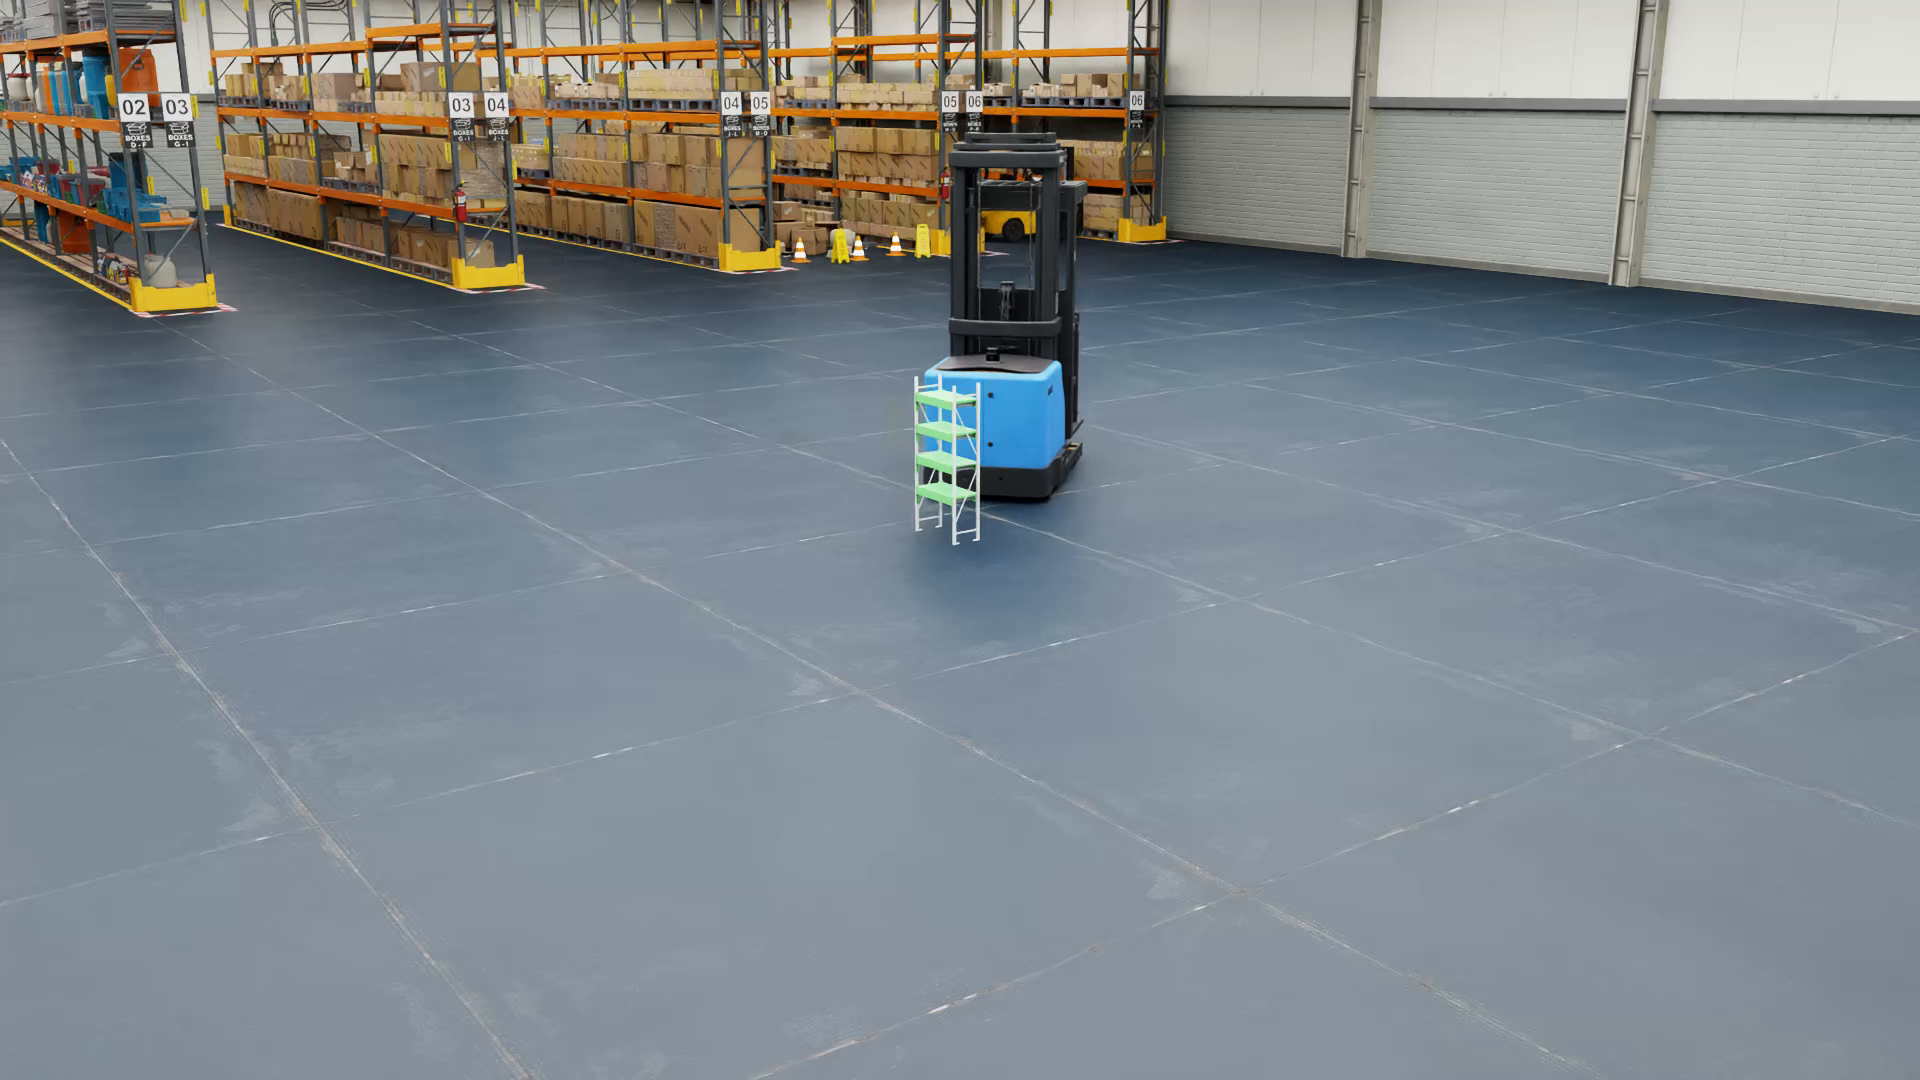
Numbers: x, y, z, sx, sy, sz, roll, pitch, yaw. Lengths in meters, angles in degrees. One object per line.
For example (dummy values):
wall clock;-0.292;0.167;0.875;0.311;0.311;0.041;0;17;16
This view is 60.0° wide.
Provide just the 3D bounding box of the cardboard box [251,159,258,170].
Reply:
cardboard box;-15.845;-8.580;37.962;0.500;0.250;0.500;-10;18;-33

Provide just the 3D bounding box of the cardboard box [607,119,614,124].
cardboard box;-9.418;-11.462;45.459;0.380;0.149;0.250;-10;18;-33

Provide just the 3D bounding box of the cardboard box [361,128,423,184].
cardboard box;-10.717;-7.320;31.706;1.000;1.000;1.000;-11;19;-34

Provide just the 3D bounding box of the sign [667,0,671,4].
sign;-5.829;-10.886;33.235;0.100;0.325;0.005;-11;19;-35

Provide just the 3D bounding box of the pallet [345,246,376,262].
pallet;-11.544;-5.718;33.069;1.003;0.211;1.213;-11;19;-35

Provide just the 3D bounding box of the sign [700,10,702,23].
sign;-6.619;-13.352;42.395;0.100;0.325;0.005;-11;19;-35

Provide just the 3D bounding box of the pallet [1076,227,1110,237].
pallet;2.820;-7.164;38.351;1.003;0.211;1.213;-11;19;-35

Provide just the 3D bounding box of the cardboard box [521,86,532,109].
cardboard box;-9.490;-9.921;37.271;0.500;0.500;0.500;-11;19;-35

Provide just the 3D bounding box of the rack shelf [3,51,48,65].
rack shelf;-20.250;-10.357;35.490;1.077;0.370;4.000;-11;19;-35

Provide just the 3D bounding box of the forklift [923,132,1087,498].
forklift;0.509;-2.104;14.711;1.130;2.935;3.031;3;16;12

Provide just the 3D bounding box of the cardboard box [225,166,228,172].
cardboard box;-17.477;-8.951;40.073;0.380;0.149;0.250;-11;19;-34

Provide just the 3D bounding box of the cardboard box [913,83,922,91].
cardboard box;-0.719;-9.170;33.681;0.380;0.149;0.250;-11;19;-35

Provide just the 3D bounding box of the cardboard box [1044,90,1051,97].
cardboard box;2.135;-10.215;38.026;0.380;0.149;0.250;-10;18;-33

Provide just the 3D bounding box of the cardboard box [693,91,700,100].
cardboard box;-4.709;-8.234;30.788;0.380;0.149;0.250;-11;19;-34

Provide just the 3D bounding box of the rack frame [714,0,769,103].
rack frame;-3.940;-9.424;29.963;1.000;3.000;0.127;-11;19;-35

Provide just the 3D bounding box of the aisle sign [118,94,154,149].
aisle sign;-12.216;-6.206;24.644;0.394;0.787;0.004;-11;19;-35

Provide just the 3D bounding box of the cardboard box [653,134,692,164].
cardboard box;-5.479;-7.658;32.544;0.875;0.550;0.550;-11;19;-35

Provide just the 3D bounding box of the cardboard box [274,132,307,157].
cardboard box;-14.685;-8.742;36.744;0.797;0.503;0.637;-11;19;-36

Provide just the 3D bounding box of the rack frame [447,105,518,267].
rack frame;-8.012;-5.782;28.021;1.000;3.000;0.127;-11;19;-35

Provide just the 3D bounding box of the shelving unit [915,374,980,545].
shelving unit;-0.097;-0.614;12.547;0.258;1.200;0.503;-11;19;-35

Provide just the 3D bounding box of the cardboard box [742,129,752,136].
cardboard box;-5.215;-9.629;39.992;0.500;0.500;0.500;-11;19;-36

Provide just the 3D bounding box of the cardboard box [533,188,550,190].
cardboard box;-9.740;-8.109;39.042;0.500;0.250;0.500;-12;19;-37

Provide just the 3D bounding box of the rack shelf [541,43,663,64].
rack shelf;-7.468;-10.166;34.792;1.077;0.370;4.000;-11;19;-35

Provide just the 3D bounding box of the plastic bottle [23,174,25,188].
plastic bottle;-18.985;-7.298;33.804;0.097;0.271;0.097;0;15;0

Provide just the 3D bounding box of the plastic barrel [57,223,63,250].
plastic barrel;-17.428;-5.933;32.488;0.421;0.512;0.421;0;15;0

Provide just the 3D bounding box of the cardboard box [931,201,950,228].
cardboard box;-0.261;-6.779;34.654;0.500;0.500;0.500;-12;19;-36

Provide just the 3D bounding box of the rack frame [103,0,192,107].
rack frame;-12.018;-7.907;24.420;1.000;3.000;0.127;-11;19;-35

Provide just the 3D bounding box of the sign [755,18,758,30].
sign;-5.829;-14.806;47.708;0.100;0.325;0.005;-11;19;-35

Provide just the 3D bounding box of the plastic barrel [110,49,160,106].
plastic barrel;-12.407;-6.954;25.011;0.600;0.830;0.708;-11;19;-35

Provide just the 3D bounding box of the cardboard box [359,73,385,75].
cardboard box;-11.644;-8.948;32.768;0.500;0.500;0.500;-10;18;-34

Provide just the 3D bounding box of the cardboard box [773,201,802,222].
cardboard box;-3.770;-7.052;35.959;0.500;0.500;0.500;-11;19;-35

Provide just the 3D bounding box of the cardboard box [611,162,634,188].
cardboard box;-6.815;-7.503;34.118;0.500;0.500;0.500;-11;19;-35

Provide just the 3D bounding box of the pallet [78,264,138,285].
pallet;-14.863;-4.684;29.292;1.003;0.211;1.213;-11;19;-35

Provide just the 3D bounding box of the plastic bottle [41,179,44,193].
plastic bottle;-17.608;-6.798;31.976;0.097;0.271;0.097;0;15;0

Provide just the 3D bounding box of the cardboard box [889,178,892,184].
cardboard box;-1.272;-7.576;35.048;0.380;0.149;0.250;-11;19;-35

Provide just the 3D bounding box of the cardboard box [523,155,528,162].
cardboard box;-9.618;-8.611;37.473;0.380;0.149;0.250;-10;18;-33

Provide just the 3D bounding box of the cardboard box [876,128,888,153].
cardboard box;-1.328;-8.400;34.938;0.700;0.500;0.500;-11;19;-35

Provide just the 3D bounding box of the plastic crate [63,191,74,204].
plastic crate;-15.622;-6.094;29.559;0.450;0.188;0.662;-11;19;-35

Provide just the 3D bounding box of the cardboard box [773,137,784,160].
cardboard box;-3.992;-9.069;38.479;0.500;0.500;0.500;-10;18;-34

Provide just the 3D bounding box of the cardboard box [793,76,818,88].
cardboard box;-3.409;-10.311;37.428;0.500;0.250;0.500;-10;18;-34

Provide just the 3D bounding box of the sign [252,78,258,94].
sign;-15.515;-9.993;36.592;0.100;0.325;0.005;-11;19;-35

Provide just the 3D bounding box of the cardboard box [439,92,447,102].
cardboard box;-8.427;-7.360;27.632;0.380;0.149;0.250;-11;19;-35

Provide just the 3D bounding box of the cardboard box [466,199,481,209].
cardboard box;-8.346;-5.690;28.159;0.380;0.149;0.250;-11;19;-35

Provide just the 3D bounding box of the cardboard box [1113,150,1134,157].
cardboard box;3.587;-8.483;36.472;0.380;0.149;0.250;-11;19;-34

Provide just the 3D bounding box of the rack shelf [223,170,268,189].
rack shelf;-16.243;-8.425;39.038;1.077;0.370;4.000;-11;19;-35

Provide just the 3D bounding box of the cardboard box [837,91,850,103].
cardboard box;-2.310;-9.556;35.848;0.500;0.250;0.500;-11;19;-36

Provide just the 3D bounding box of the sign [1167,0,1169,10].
sign;4.470;-11.597;35.833;0.100;0.325;0.005;-11;19;-35

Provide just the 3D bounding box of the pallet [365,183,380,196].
pallet;-10.695;-6.730;31.846;1.003;0.211;1.213;-11;19;-35

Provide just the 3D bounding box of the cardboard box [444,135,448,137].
cardboard box;-8.997;-6.936;29.590;0.500;0.500;0.500;-11;19;-35

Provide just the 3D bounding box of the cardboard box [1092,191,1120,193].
cardboard box;3.306;-7.797;37.901;0.500;0.250;0.500;-11;19;-35

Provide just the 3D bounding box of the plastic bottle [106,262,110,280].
plastic bottle;-14.057;-4.451;27.468;0.061;0.283;0.133;-10;18;-32

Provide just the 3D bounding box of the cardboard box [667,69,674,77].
cardboard box;-5.310;-8.837;31.478;0.380;0.149;0.250;-11;19;-34
